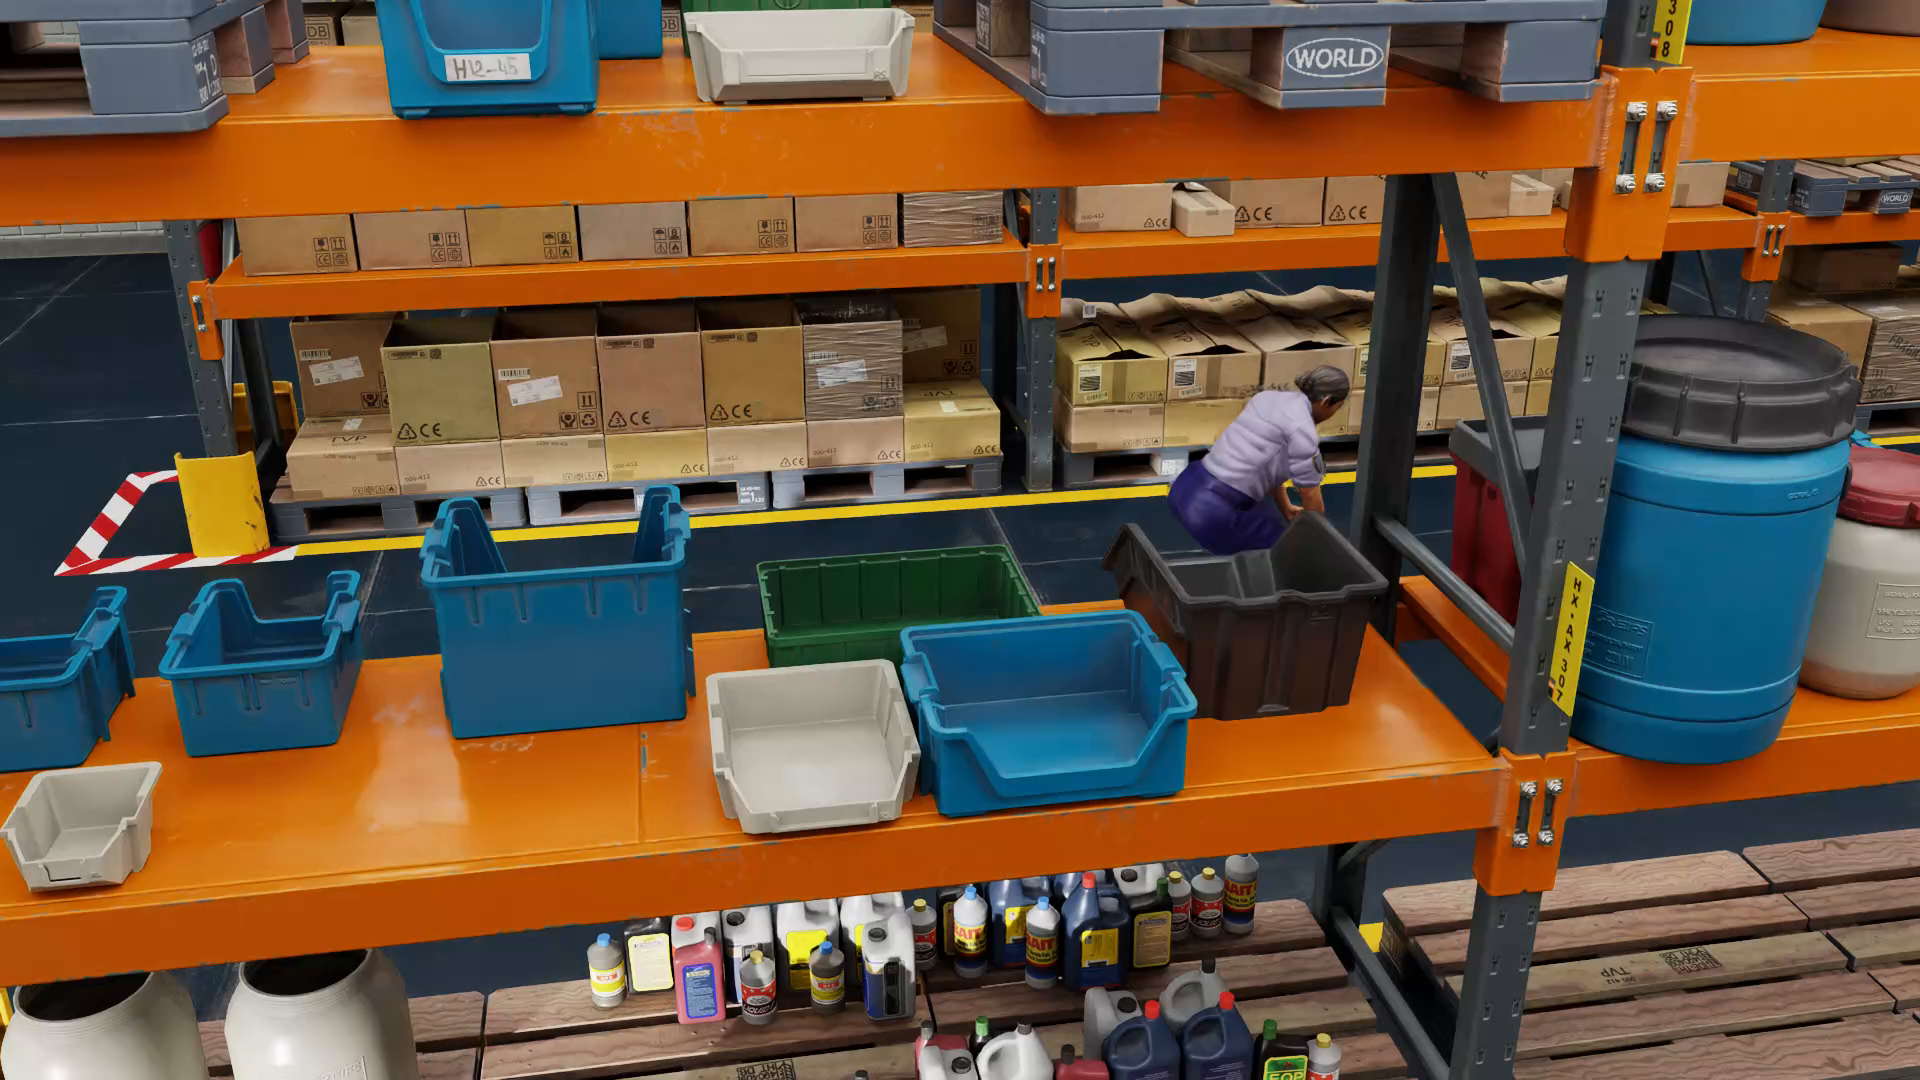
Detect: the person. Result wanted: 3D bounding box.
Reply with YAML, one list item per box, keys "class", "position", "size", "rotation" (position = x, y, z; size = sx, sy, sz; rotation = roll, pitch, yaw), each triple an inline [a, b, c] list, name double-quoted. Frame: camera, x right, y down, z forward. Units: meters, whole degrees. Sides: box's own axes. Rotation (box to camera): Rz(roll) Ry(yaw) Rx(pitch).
- class: "person"
  position: [1.246, -0.140, 7.015]
  size: [0.742, 1.198, 0.539]
  rotation: [-4, 24, -10]
